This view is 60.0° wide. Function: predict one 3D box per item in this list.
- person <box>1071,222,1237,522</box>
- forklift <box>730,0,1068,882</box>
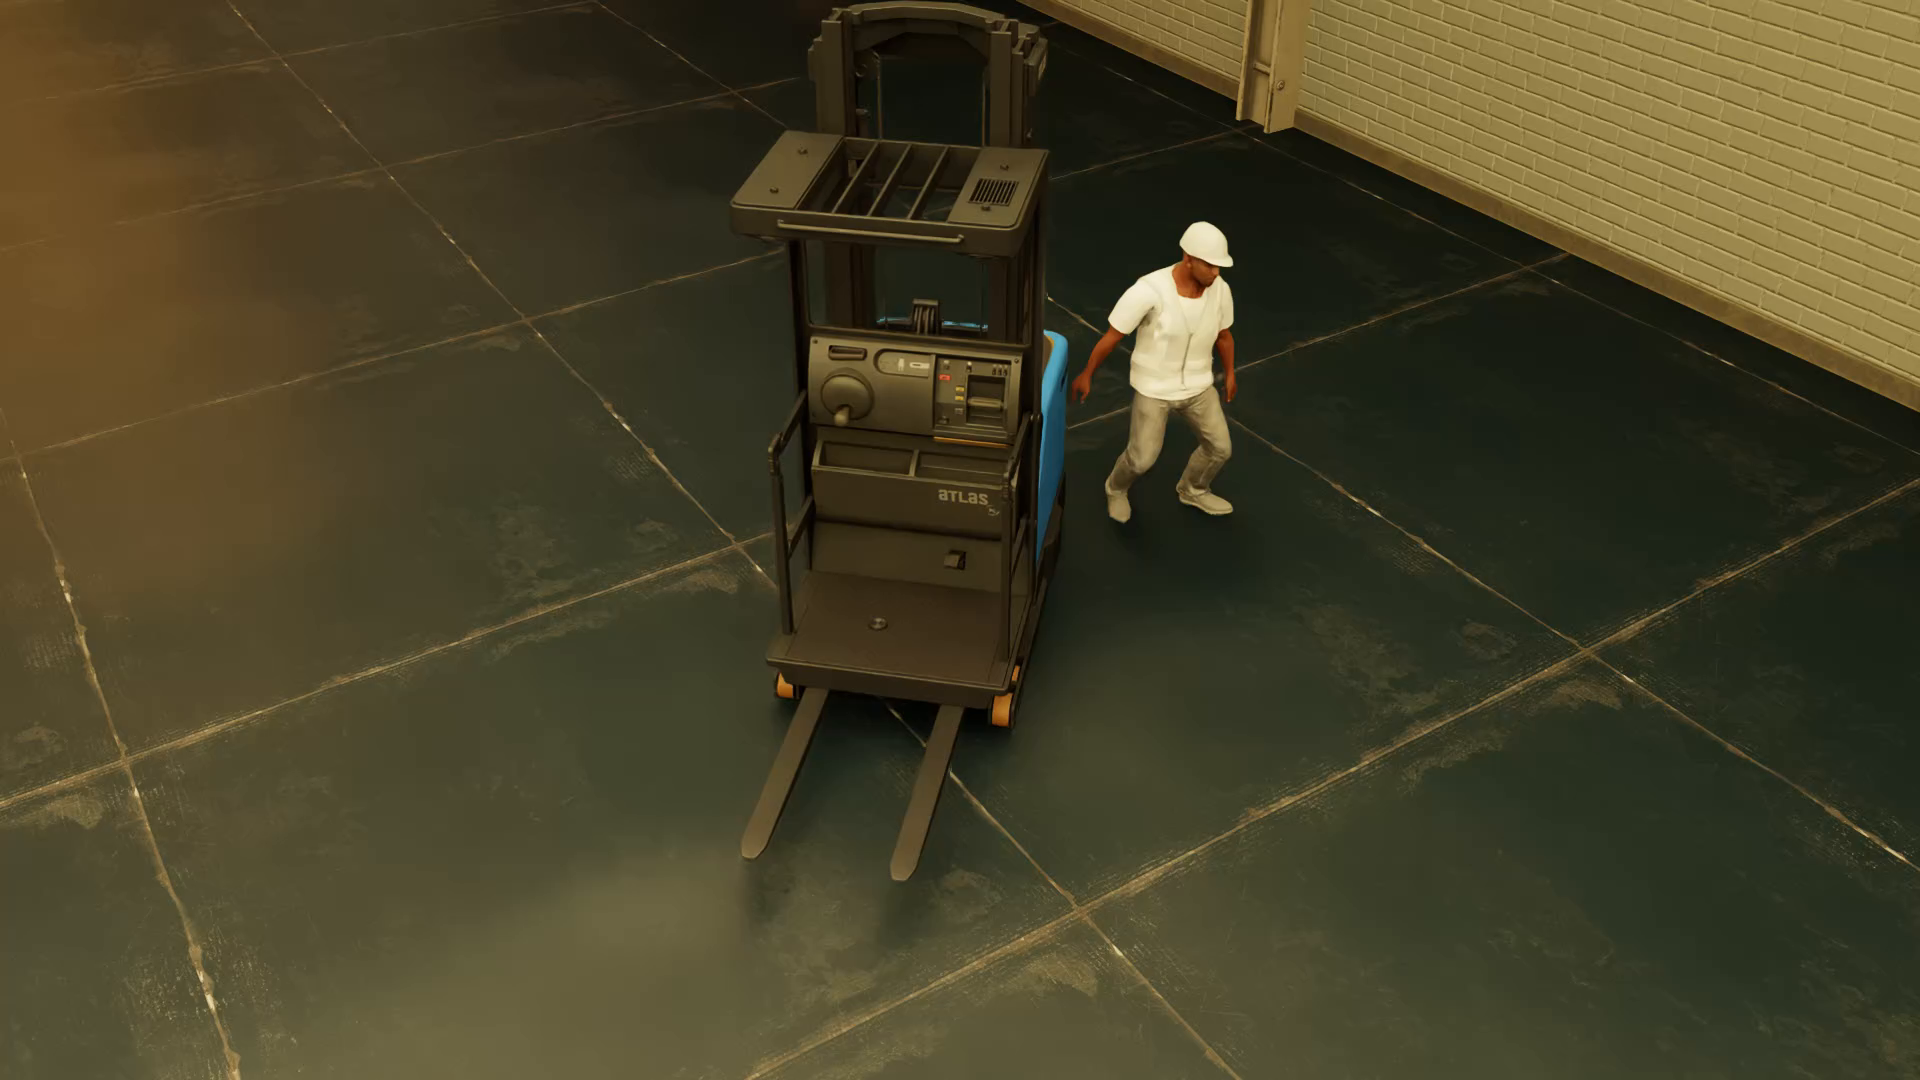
[{"bbox_3d":[1.005,-0.820,8.420,0.897,1.718,0.502,-9,36,-13],"label":"person"},{"bbox_3d":[-0.237,-0.588,6.985,1.130,2.935,3.031,7,36,9],"label":"forklift"}]
